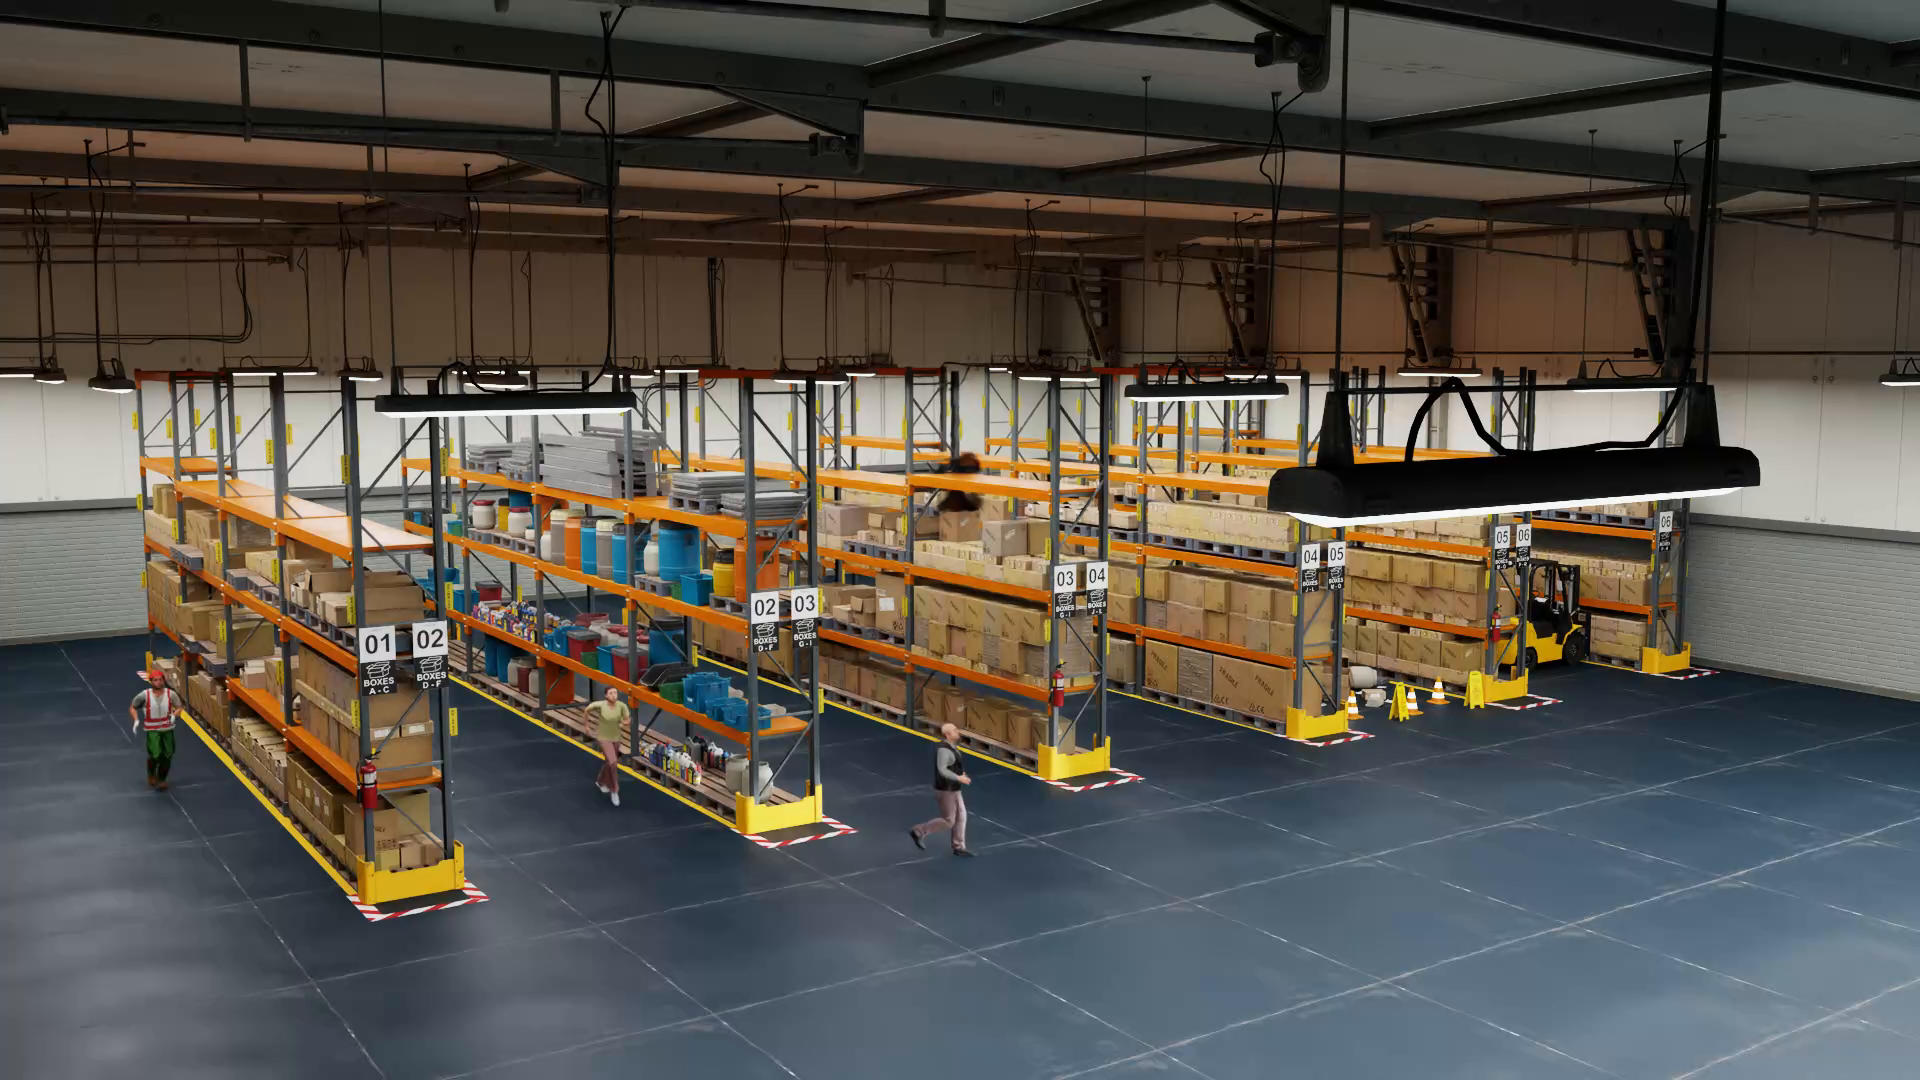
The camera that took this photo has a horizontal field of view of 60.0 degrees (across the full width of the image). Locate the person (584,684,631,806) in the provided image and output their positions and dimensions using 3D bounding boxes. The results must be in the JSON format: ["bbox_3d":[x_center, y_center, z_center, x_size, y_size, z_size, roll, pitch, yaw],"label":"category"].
[{"bbox_3d":[-4.974,2.859,23.524,0.599,1.693,0.817,-4,8,-31],"label":"person"}]

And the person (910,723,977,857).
[{"bbox_3d":[-0.202,3.142,20.914,0.830,1.721,0.670,1,6,5],"label":"person"}]

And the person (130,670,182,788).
[{"bbox_3d":[-11.547,2.748,23.985,0.664,1.739,0.603,-5,8,-37],"label":"person"}]
